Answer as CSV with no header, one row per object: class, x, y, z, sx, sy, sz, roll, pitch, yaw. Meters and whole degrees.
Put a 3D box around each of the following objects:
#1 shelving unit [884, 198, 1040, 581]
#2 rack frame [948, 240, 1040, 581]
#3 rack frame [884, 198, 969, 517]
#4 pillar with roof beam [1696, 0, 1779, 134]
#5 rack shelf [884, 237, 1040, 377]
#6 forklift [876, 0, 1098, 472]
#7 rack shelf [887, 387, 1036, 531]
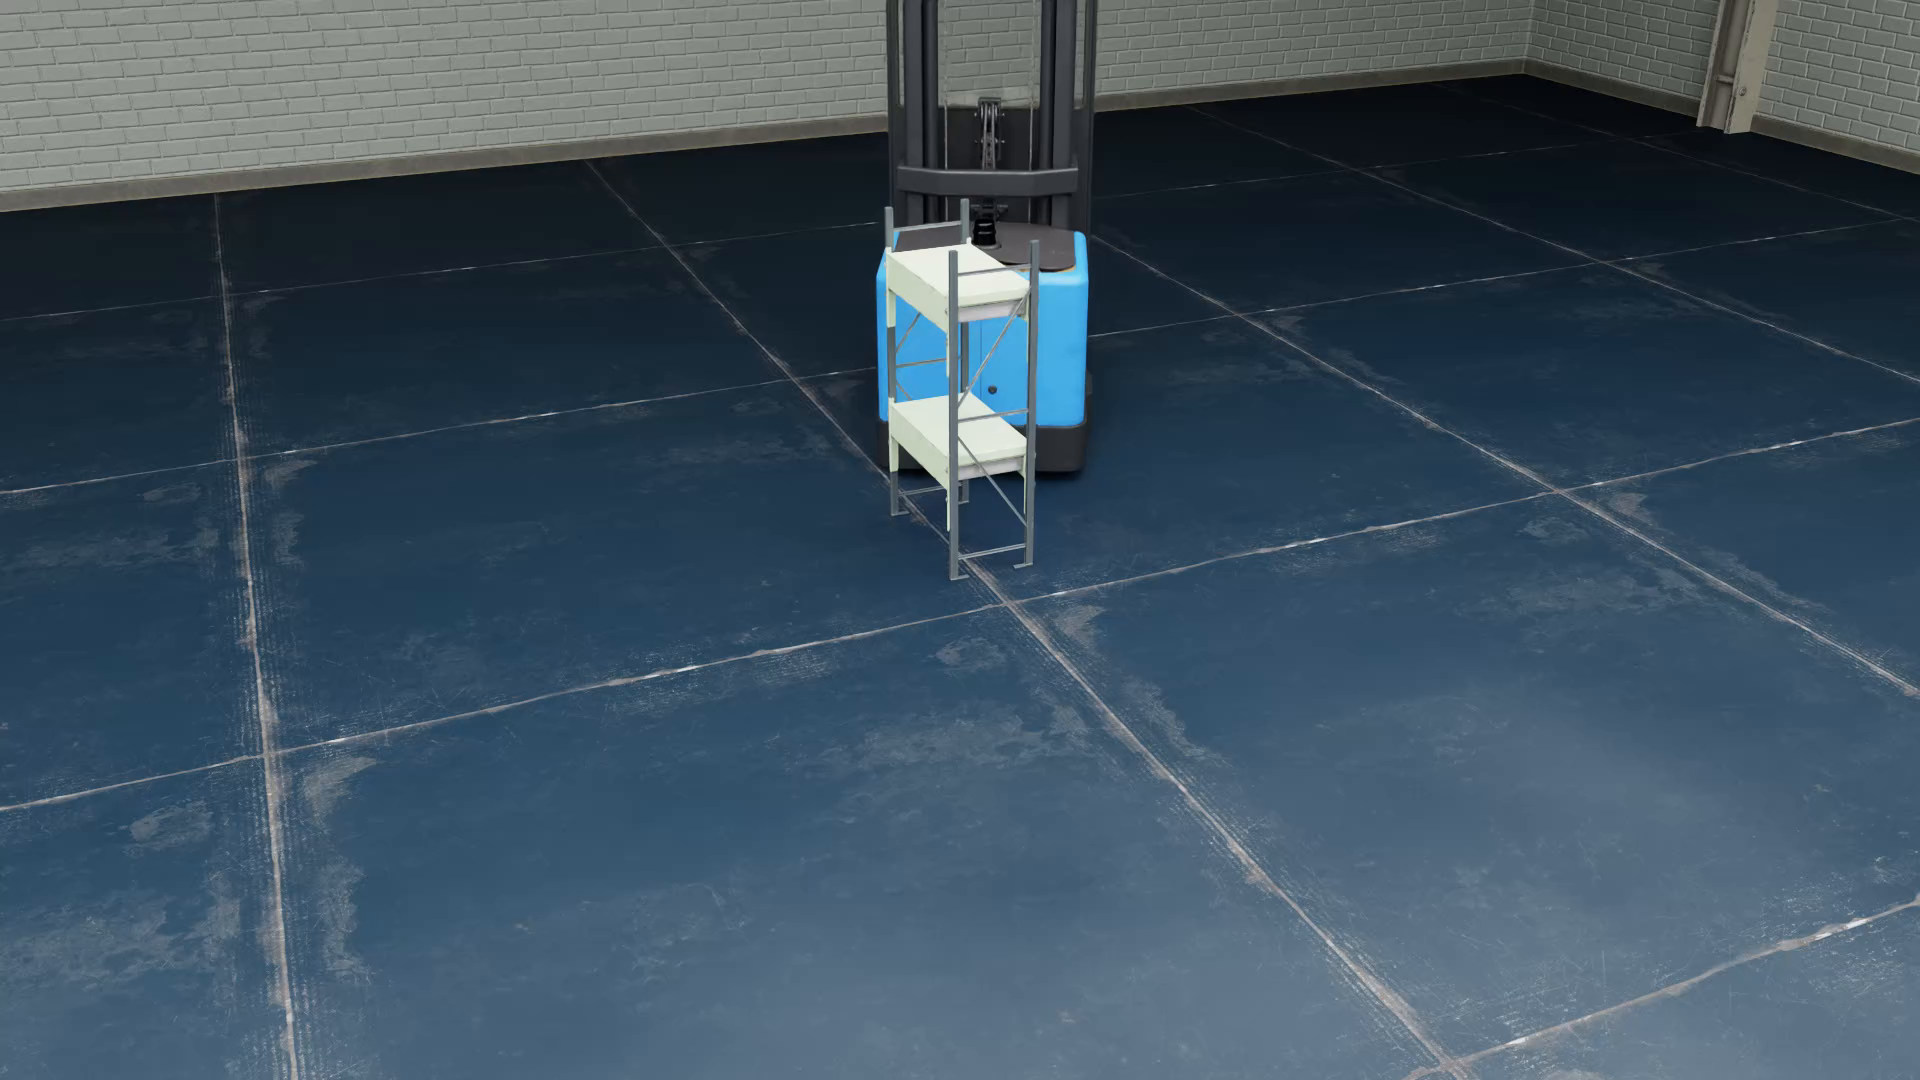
shelving unit,-0.003,-0.677,7.426,0.431,1.500,0.755,-11,28,-21
rack frame,0.141,-0.529,7.124,0.400,1.500,0.023,-11,28,-21
rack frame,-0.146,-0.824,7.729,0.400,1.500,0.023,-11,28,-21
pillar with roof beam,3.262,-7.199,12.239,9.100,9.000,0.400,-11,28,-21
rack shelf,-0.003,-1.027,7.255,0.431,0.370,0.720,-11,28,-21
forklift,0.175,-2.263,9.045,1.130,2.935,3.031,1,26,3
rack shelf,-0.003,-0.384,7.569,0.431,0.370,0.720,-11,28,-21
